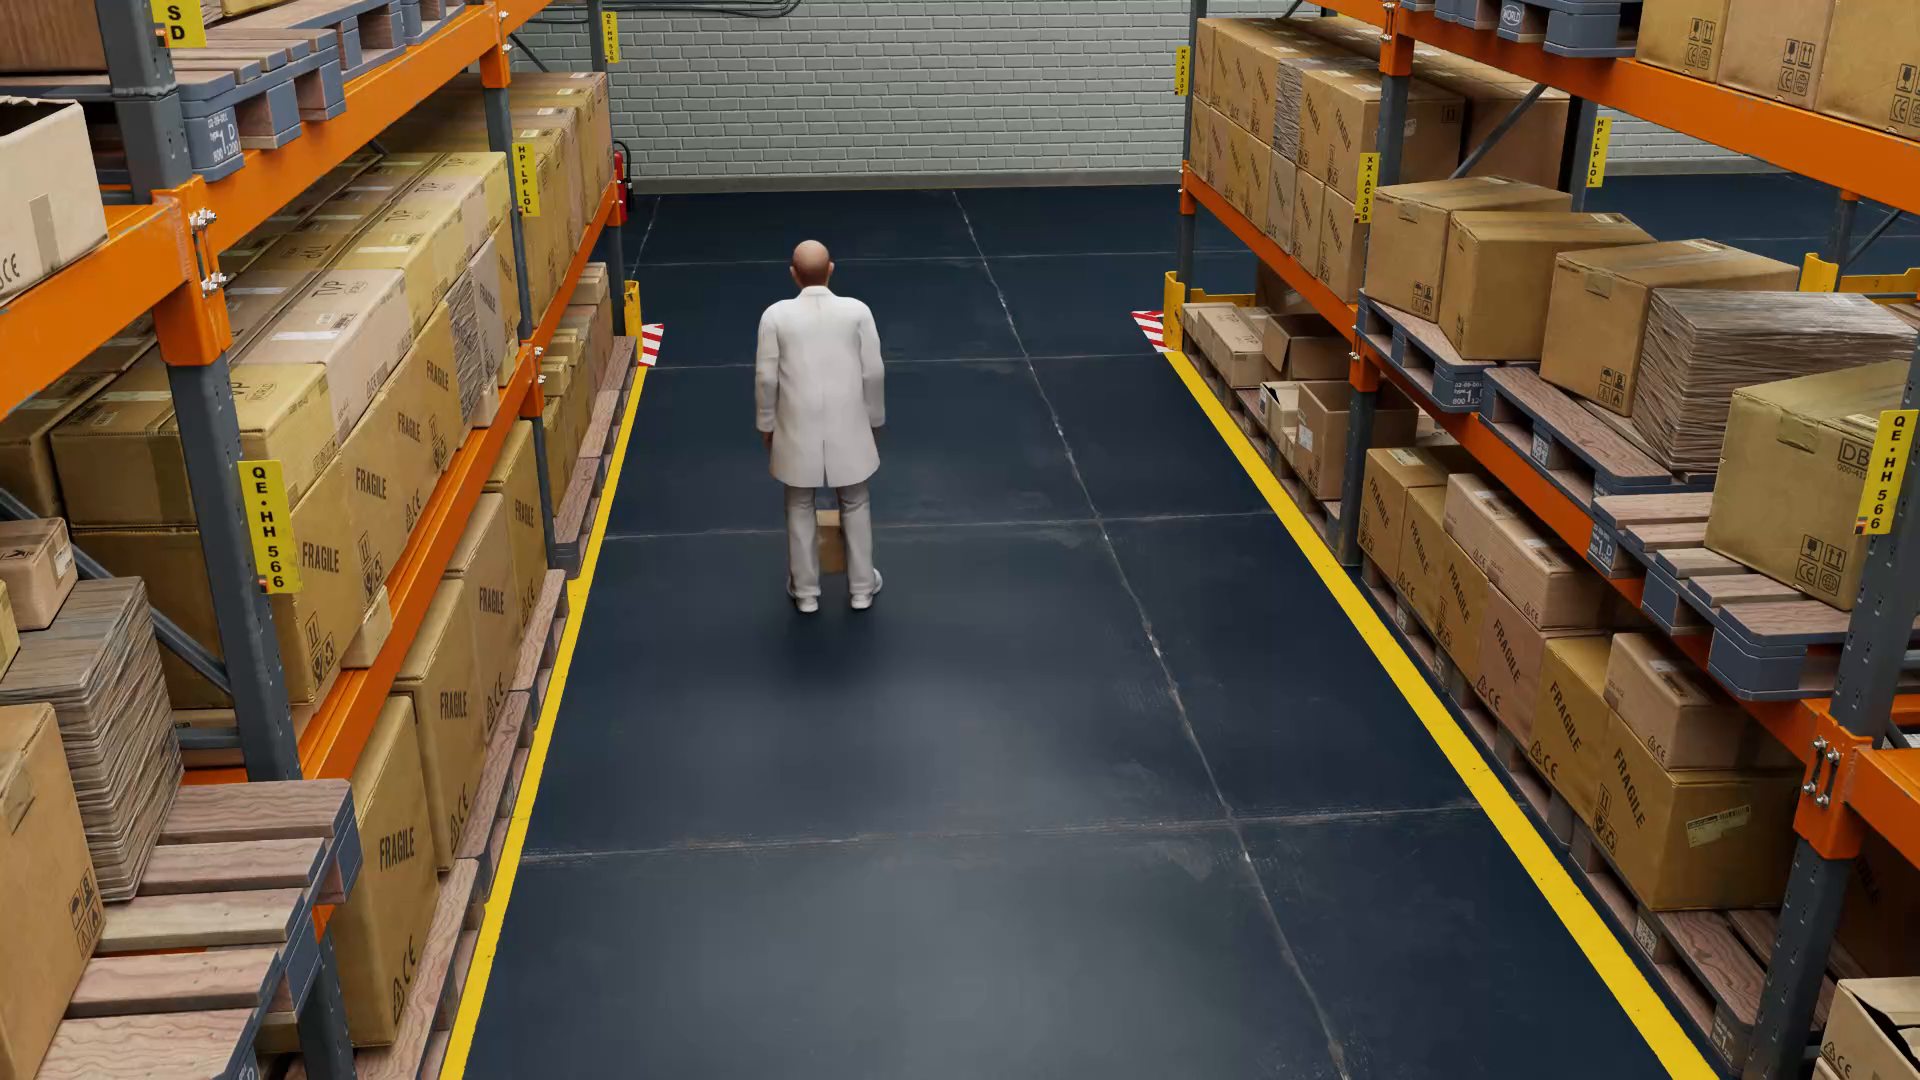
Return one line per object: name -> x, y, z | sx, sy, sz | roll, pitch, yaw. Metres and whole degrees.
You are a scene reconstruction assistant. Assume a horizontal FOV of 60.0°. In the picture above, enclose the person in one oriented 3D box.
person -> -0.652, -0.522, 7.824 | 0.612, 1.775, 0.426 | -3, 24, -7
